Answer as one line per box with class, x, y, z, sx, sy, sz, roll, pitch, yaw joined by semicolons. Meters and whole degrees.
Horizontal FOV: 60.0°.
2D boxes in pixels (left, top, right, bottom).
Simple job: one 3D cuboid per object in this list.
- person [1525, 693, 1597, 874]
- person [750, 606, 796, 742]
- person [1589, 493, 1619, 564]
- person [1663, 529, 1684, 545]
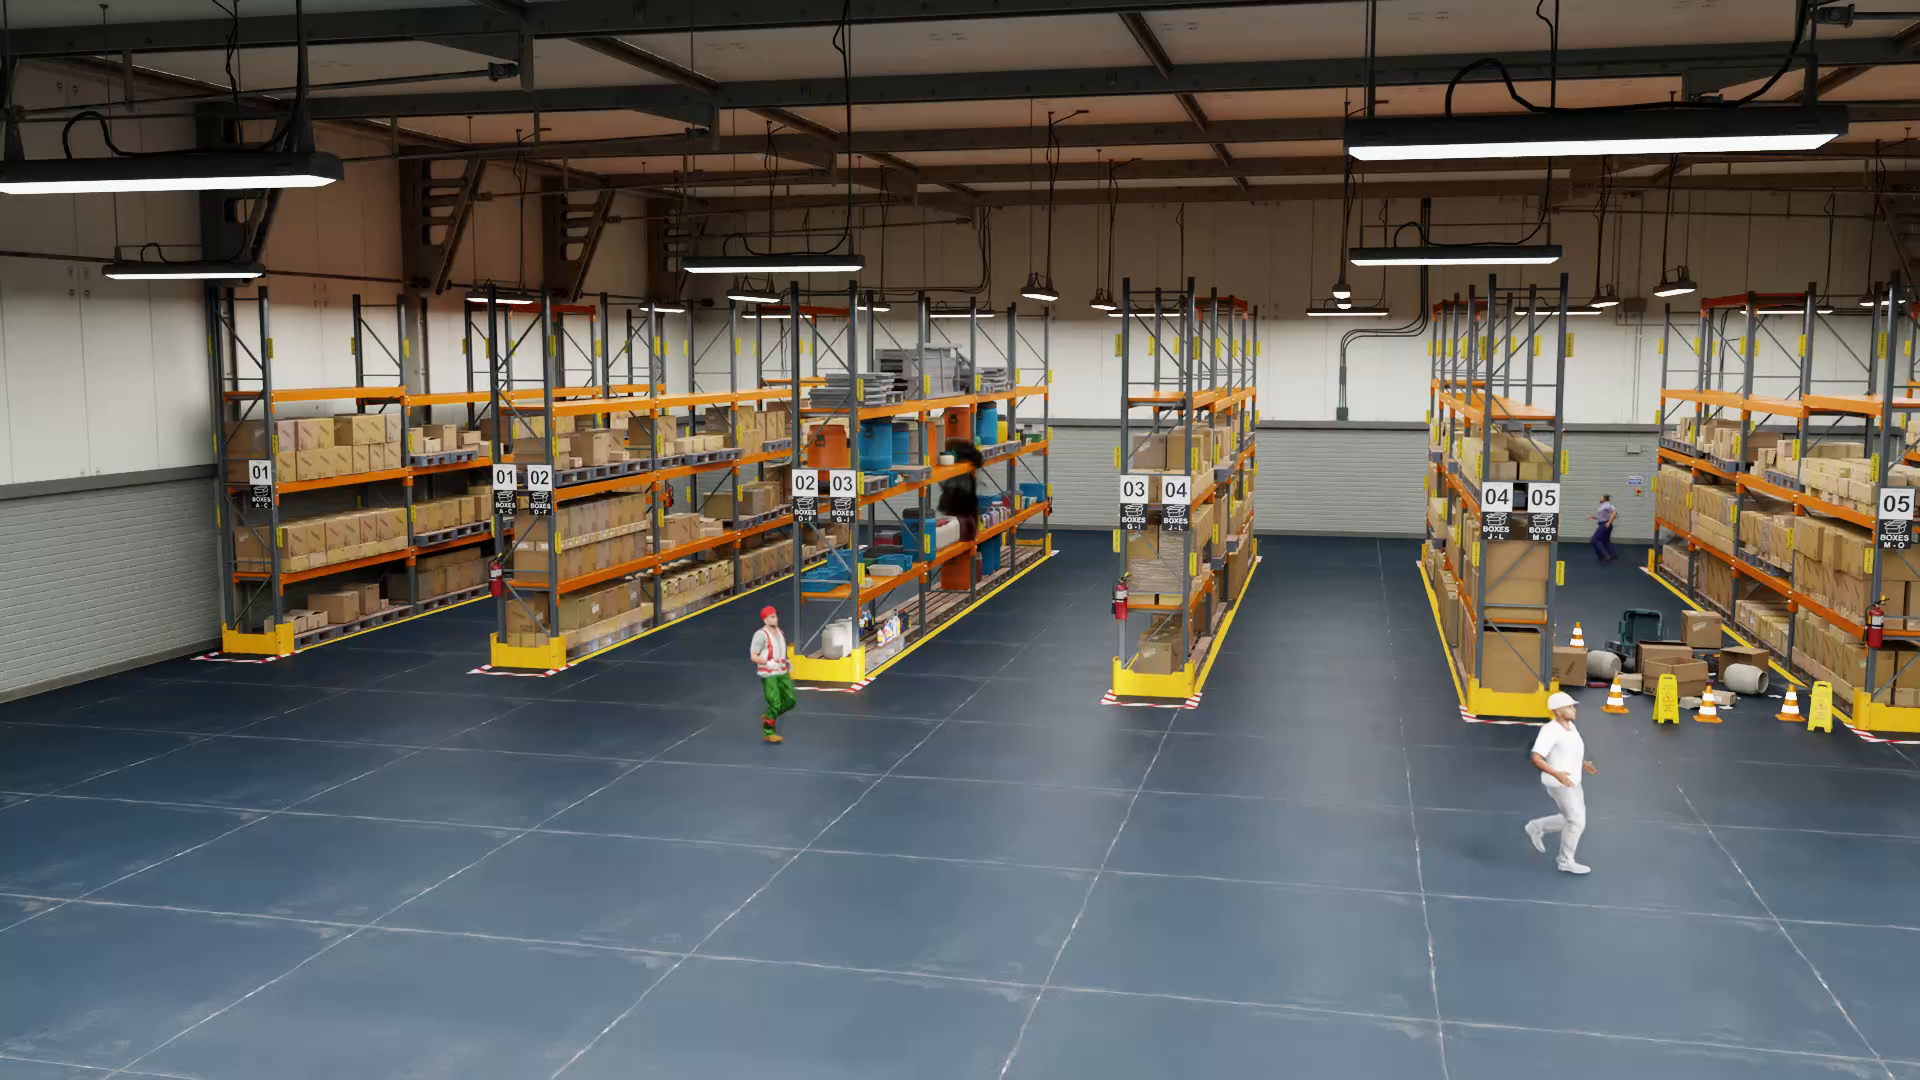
person;5.756;2.317;16.000;0.696;1.723;0.704;6;9;41
person;-2.350;1.707;21.159;0.598;1.740;0.648;5;8;37
person;15.047;-0.247;38.838;0.709;1.709;0.622;2;7;17
person;16.610;-0.277;38.541;0.745;1.728;0.587;-4;8;-32
